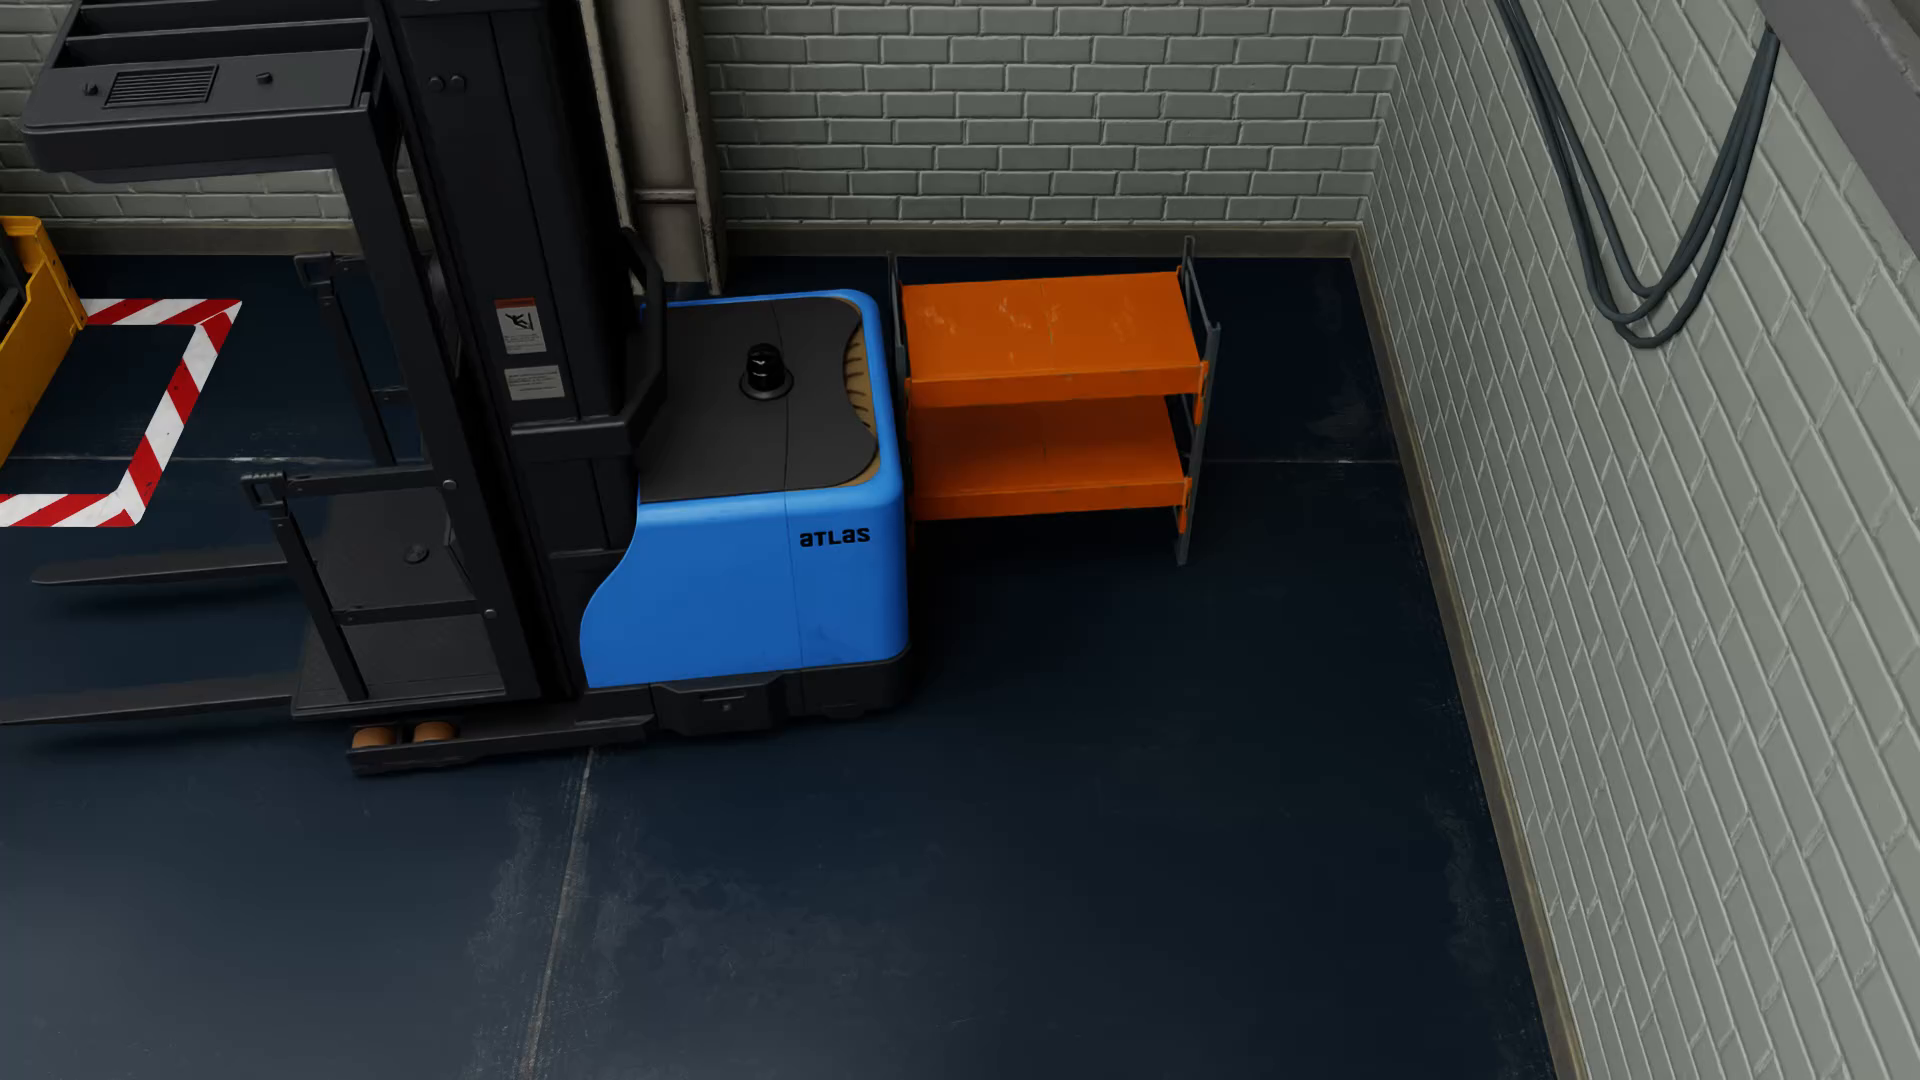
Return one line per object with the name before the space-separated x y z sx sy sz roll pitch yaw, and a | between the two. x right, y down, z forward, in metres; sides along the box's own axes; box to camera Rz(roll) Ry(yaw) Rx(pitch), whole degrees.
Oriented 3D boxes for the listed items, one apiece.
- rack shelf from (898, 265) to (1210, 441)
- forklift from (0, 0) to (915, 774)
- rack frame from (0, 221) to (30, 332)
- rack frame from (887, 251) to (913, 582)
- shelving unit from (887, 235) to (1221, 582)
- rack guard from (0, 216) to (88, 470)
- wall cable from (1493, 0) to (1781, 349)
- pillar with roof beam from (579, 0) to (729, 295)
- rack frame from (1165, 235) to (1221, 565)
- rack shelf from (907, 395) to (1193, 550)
rack shelf | 0.297 -0.643 5.680 1.000 0.278 0.538 -3 47 -3
forklift | -1.712 -0.637 4.841 3.031 2.935 1.130 -5 47 -5
rack frame | -3.935 -1.579 5.670 0.127 3.000 1.000 0 47 0
rack frame | -0.210 -0.413 5.866 0.032 1.125 0.500 -3 47 -3
shelving unit | 0.297 -0.443 5.894 1.048 1.125 0.538 -3 47 -3
rack guard | -3.911 -0.727 6.585 0.348 0.500 1.175 0 47 0
wall cable | 1.720 -2.288 4.353 0.112 2.526 3.097 0 47 0
pillar with roof beam | -1.248 -1.097 1.124 0.400 9.000 9.100 0 47 0
rack frame | 0.804 -0.474 5.923 0.032 1.125 0.500 -3 47 -3
rack shelf | 0.297 -0.277 6.073 1.000 0.278 0.538 -3 47 -3
